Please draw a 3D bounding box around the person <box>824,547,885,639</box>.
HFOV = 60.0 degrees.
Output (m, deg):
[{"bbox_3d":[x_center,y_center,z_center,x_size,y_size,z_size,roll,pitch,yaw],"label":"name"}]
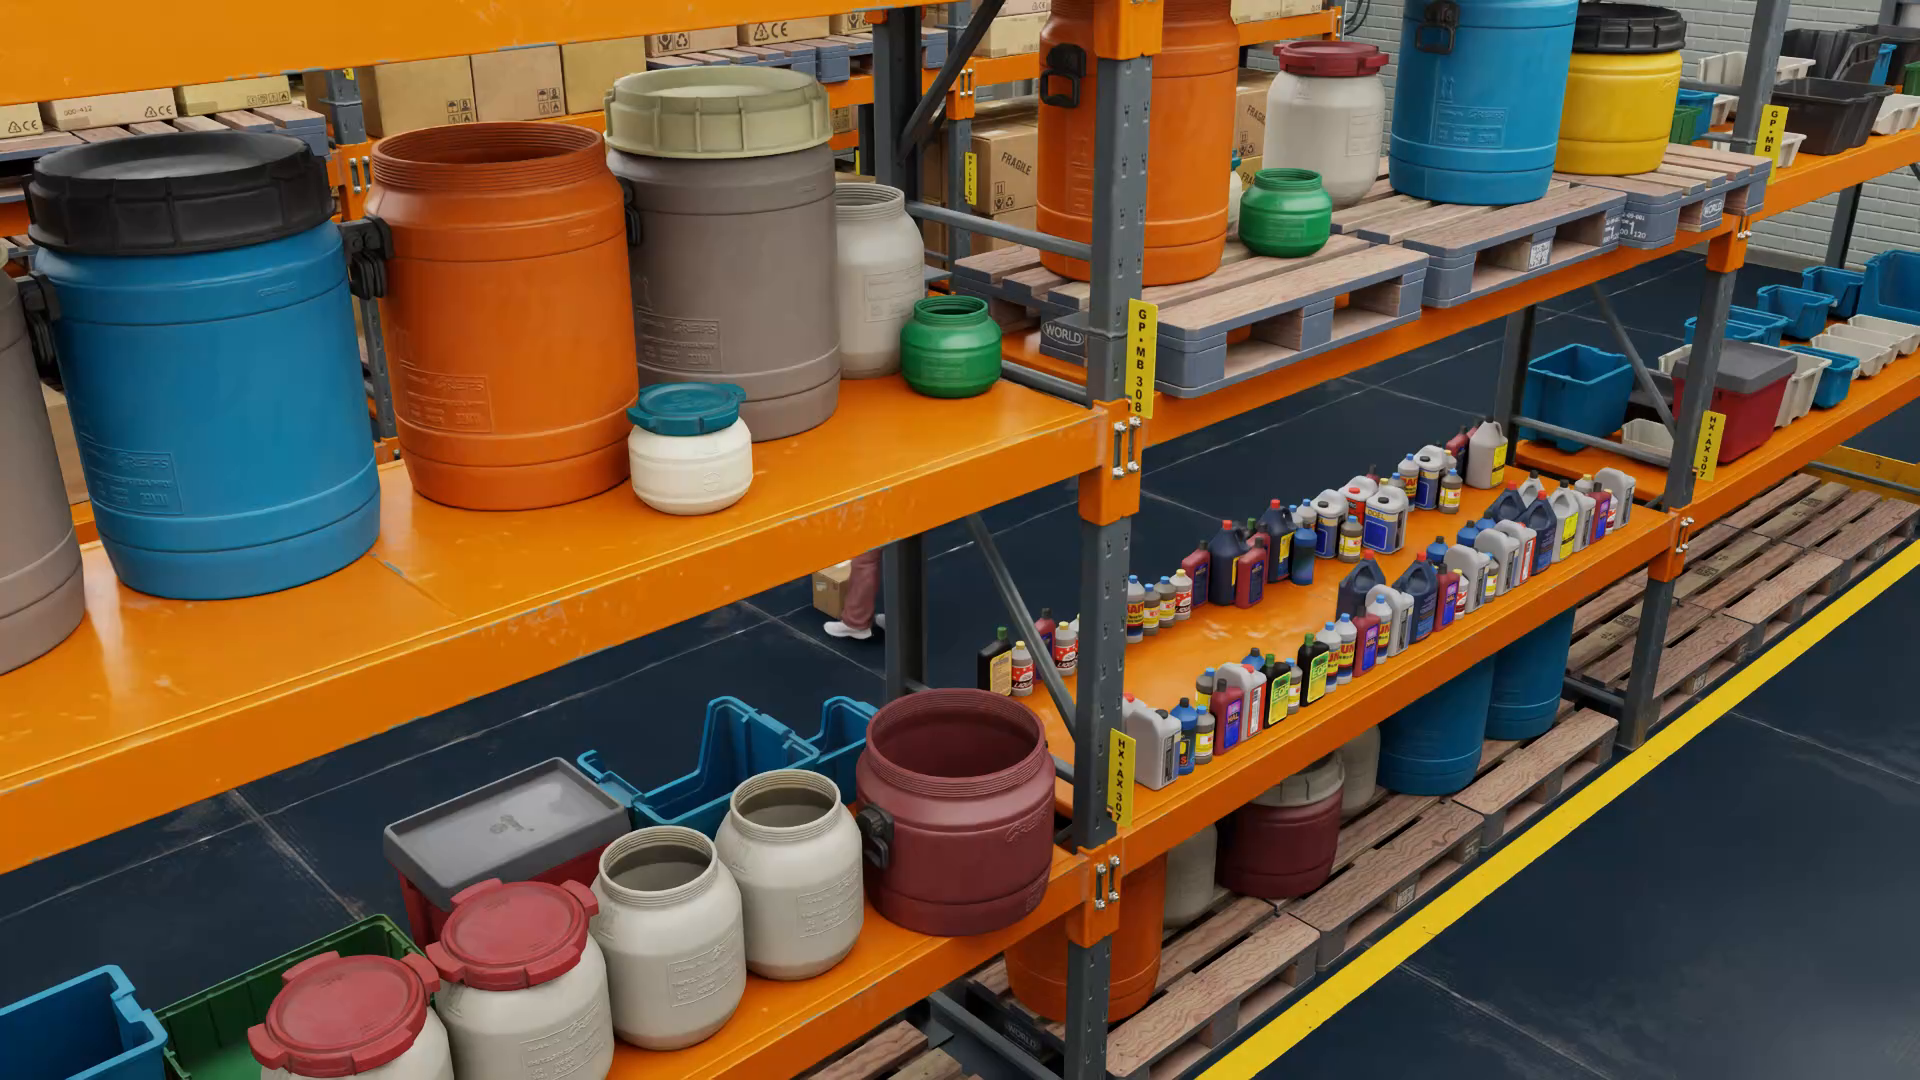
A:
[{"bbox_3d":[-0.441,-0.248,9.132,0.528,1.677,0.471,19,31,36],"label":"person"}]
